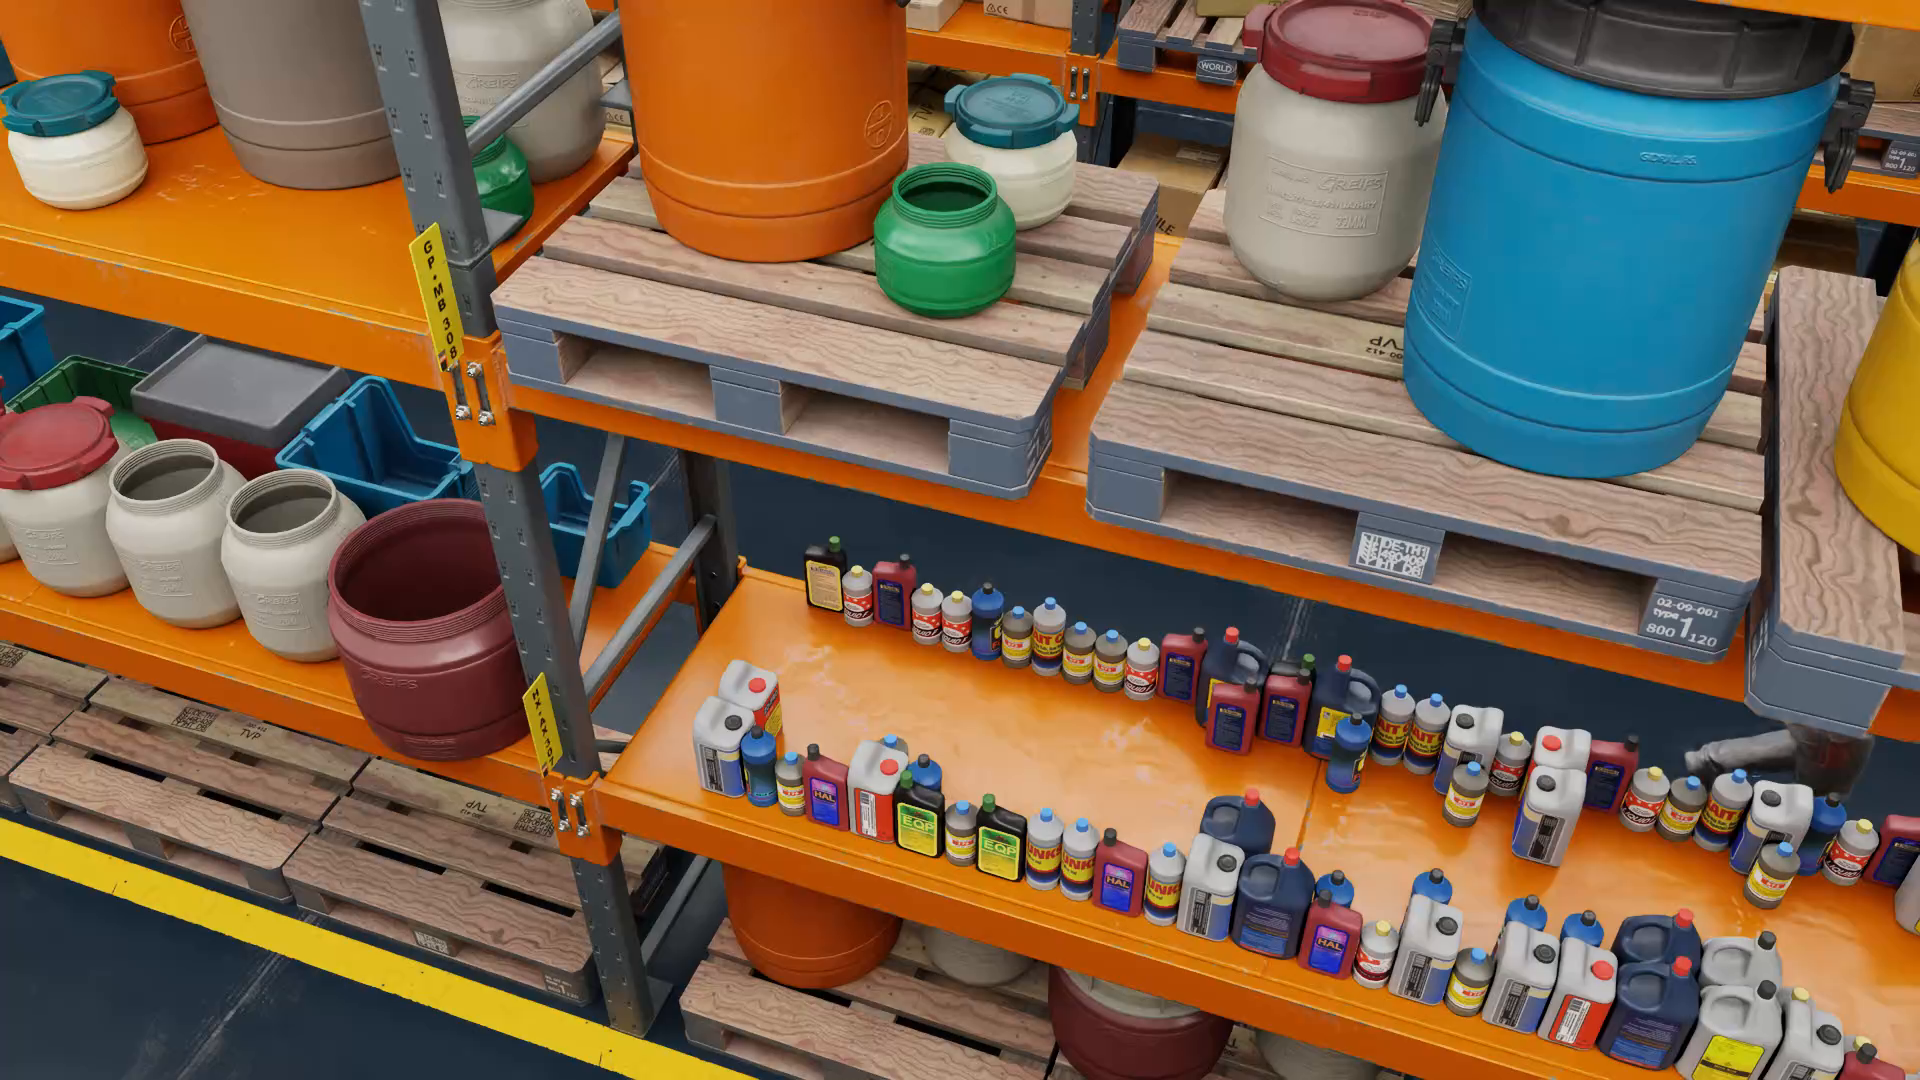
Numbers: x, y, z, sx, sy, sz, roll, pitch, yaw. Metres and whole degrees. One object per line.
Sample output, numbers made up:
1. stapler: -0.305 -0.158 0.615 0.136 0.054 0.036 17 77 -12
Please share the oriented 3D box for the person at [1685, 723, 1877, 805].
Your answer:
1. person: 2.878 0.491 5.544 0.567 1.761 0.548 14 43 16
